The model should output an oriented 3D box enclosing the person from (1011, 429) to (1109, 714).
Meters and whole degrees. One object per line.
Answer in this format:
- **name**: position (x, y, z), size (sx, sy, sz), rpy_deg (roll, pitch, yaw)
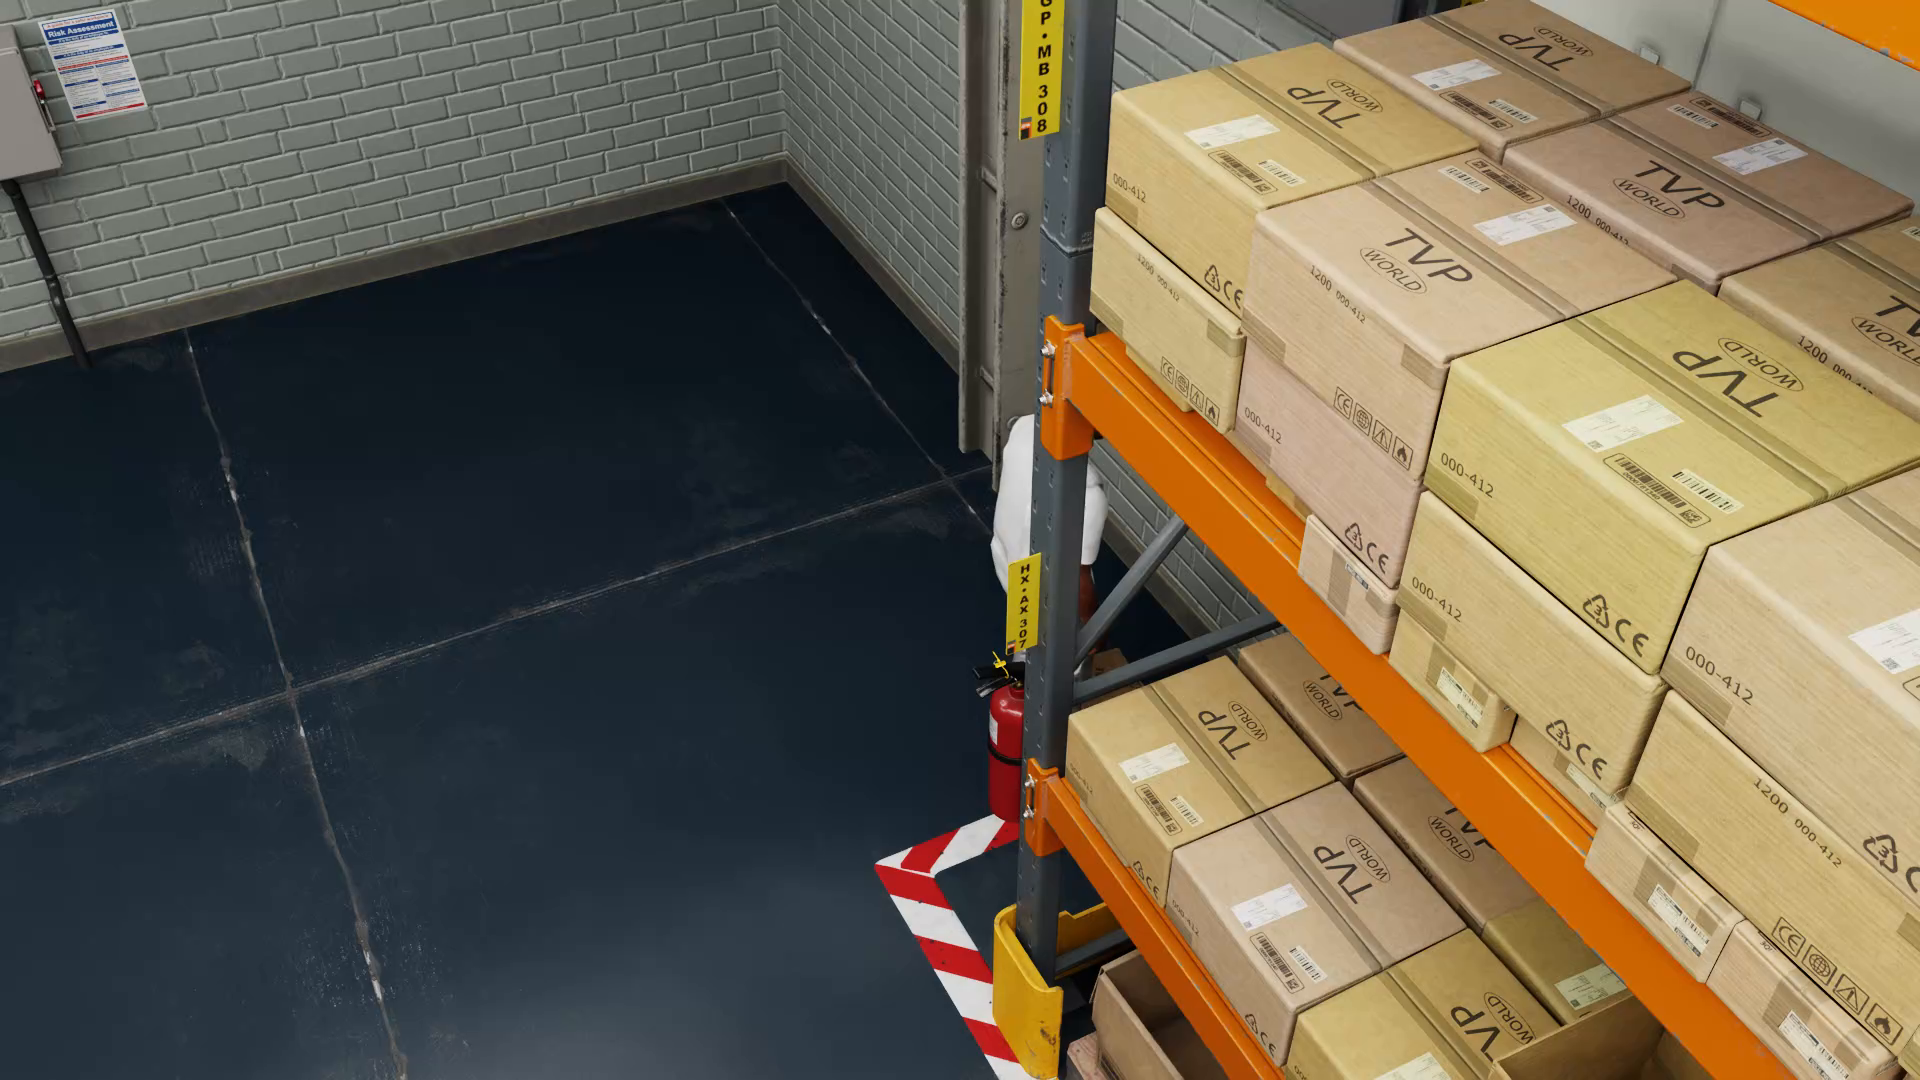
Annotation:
- **person**: position (0.366, 0.117, 5.993), size (0.362, 1.661, 0.629), rpy_deg (-14, 43, -15)
